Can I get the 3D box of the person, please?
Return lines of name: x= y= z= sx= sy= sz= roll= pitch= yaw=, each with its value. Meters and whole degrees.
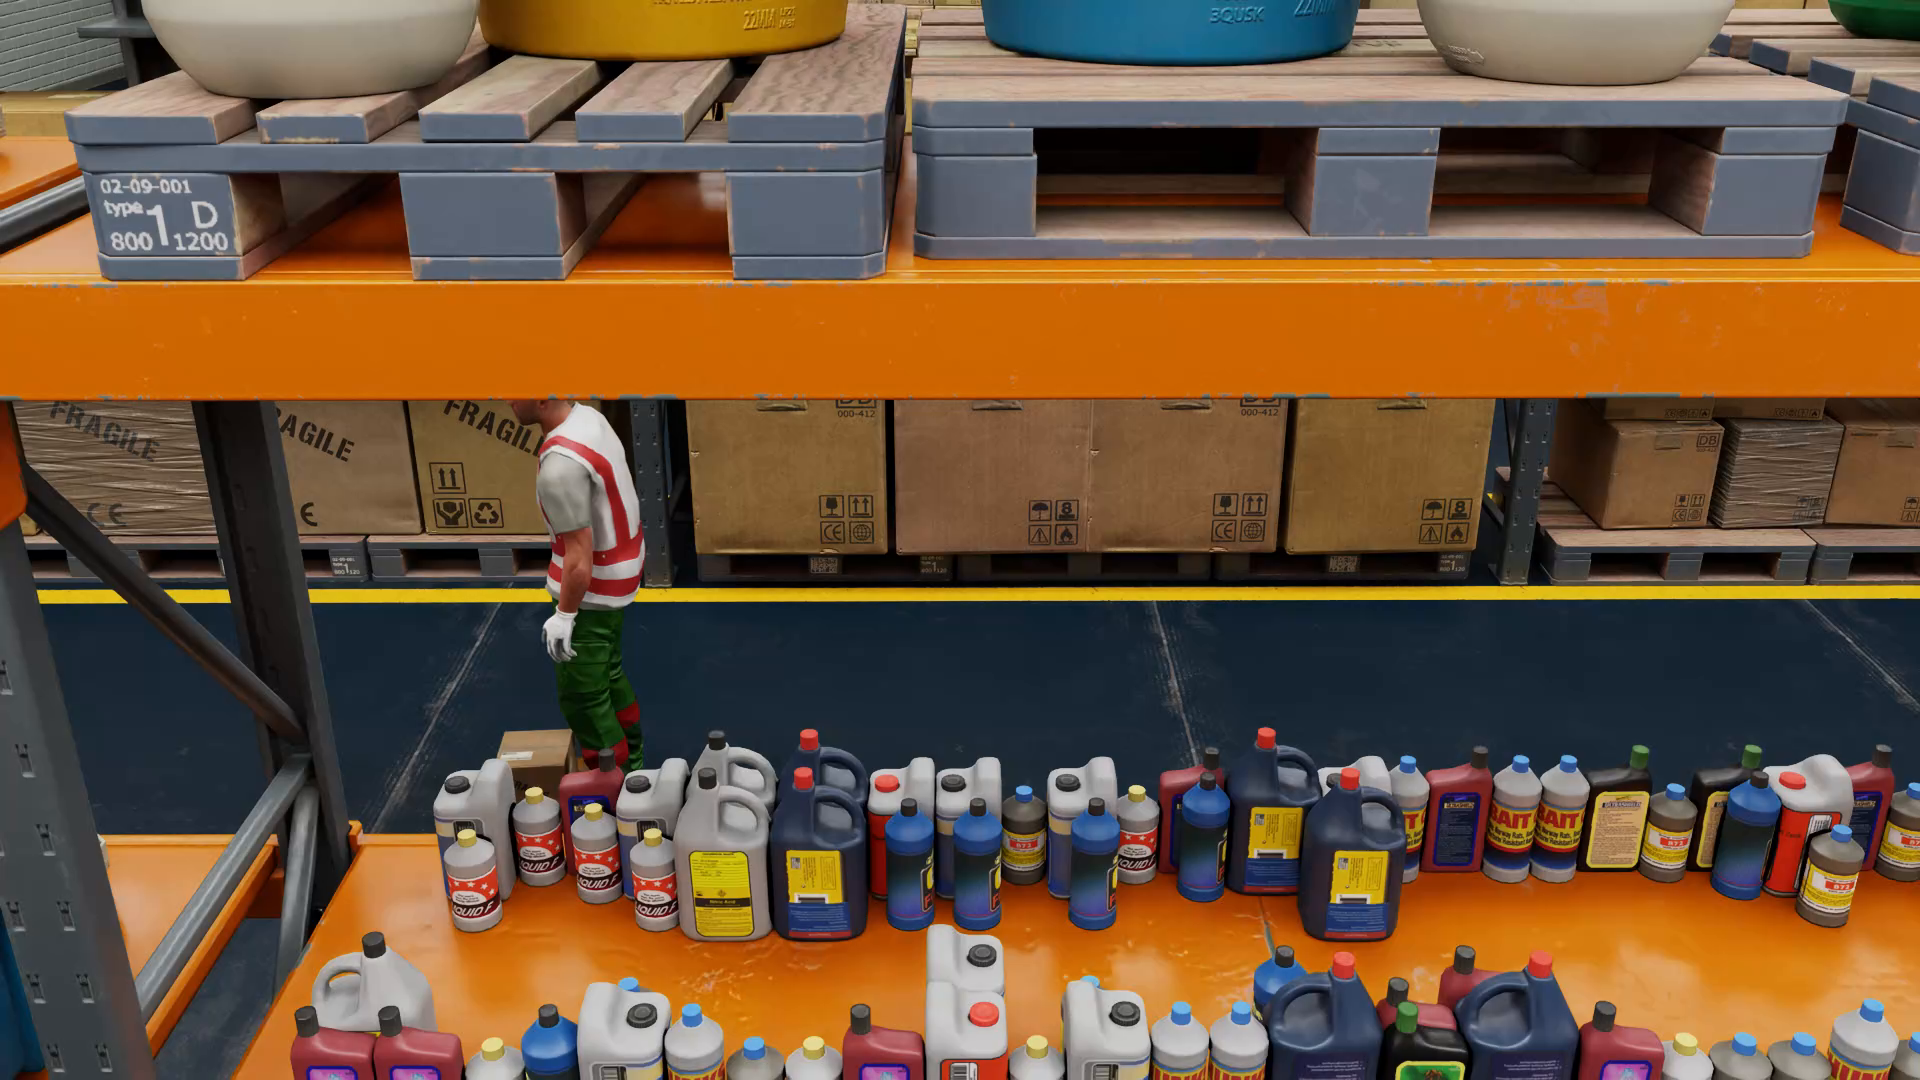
person: x=-1.305 y=0.166 z=5.708 sx=0.452 sy=1.779 sz=0.623 roll=-1 pitch=24 yaw=-2
